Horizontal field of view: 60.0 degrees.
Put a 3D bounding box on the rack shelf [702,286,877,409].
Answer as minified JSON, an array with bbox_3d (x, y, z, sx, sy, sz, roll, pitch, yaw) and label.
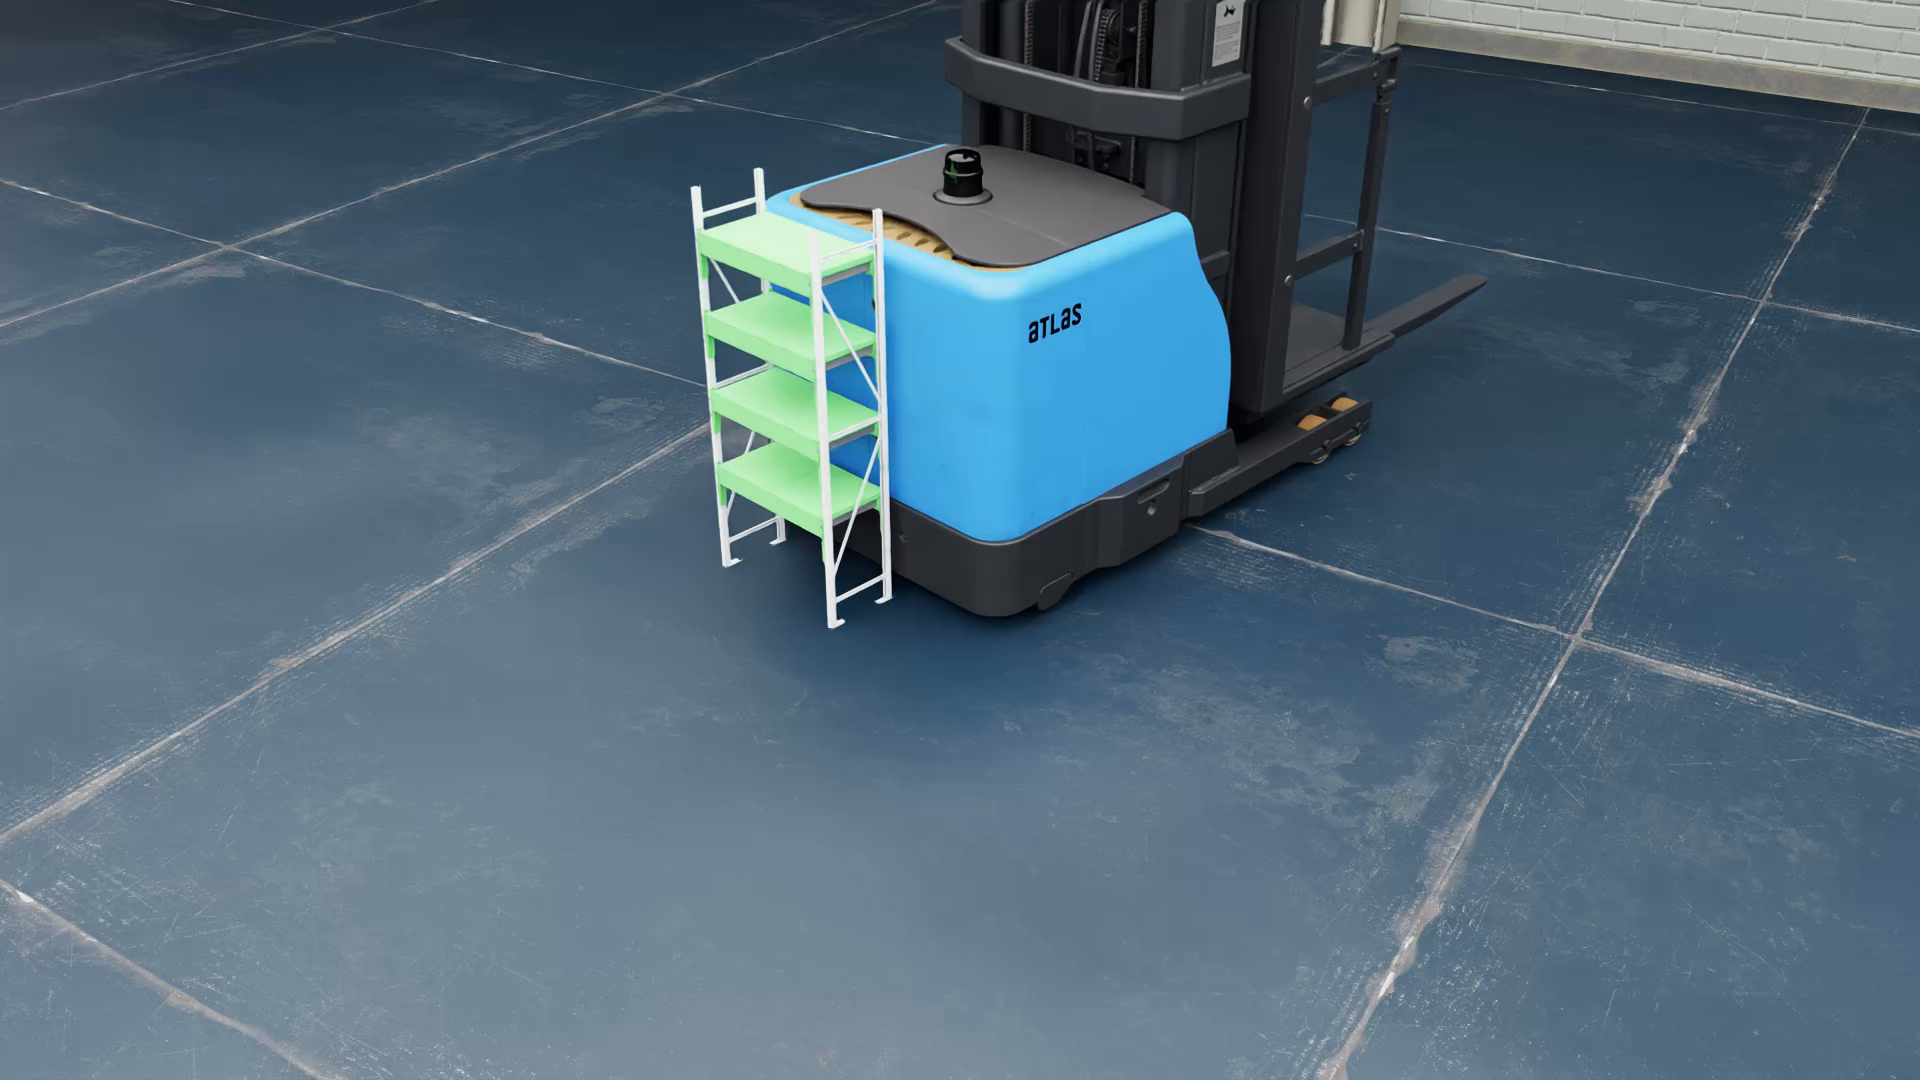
[{"bbox_3d":[-0.466,-0.543,4.641,0.480,0.148,0.258,26,39,37],"label":"rack shelf"}]

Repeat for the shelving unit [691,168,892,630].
[{"bbox_3d":[-0.466,-0.391,4.729,0.503,1.200,0.258,26,39,37],"label":"shelving unit"}]

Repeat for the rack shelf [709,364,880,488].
[{"bbox_3d":[-0.466,-0.336,4.762,0.480,0.148,0.258,26,39,37],"label":"rack shelf"}]

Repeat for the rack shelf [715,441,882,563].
[{"bbox_3d":[-0.466,-0.129,4.883,0.480,0.148,0.258,26,39,37],"label":"rack shelf"}]

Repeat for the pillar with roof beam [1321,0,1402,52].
[{"bbox_3d":[0.294,-5.267,5.348,0.400,9.000,9.100,18,35,27],"label":"pillar with roof beam"}]

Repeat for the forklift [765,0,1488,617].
[{"bbox_3d":[0.793,-1.690,5.237,1.130,2.935,3.031,26,39,37],"label":"forklift"}]

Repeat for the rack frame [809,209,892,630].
[{"bbox_3d":[-0.293,-0.305,4.581,0.015,1.200,0.240,26,39,37],"label":"rack frame"}]

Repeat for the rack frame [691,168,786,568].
[{"bbox_3d":[-0.640,-0.477,4.878,0.015,1.200,0.240,26,39,37],"label":"rack frame"}]

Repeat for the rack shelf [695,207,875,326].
[{"bbox_3d":[-0.466,-0.750,4.520,0.480,0.148,0.258,26,39,37],"label":"rack shelf"}]
